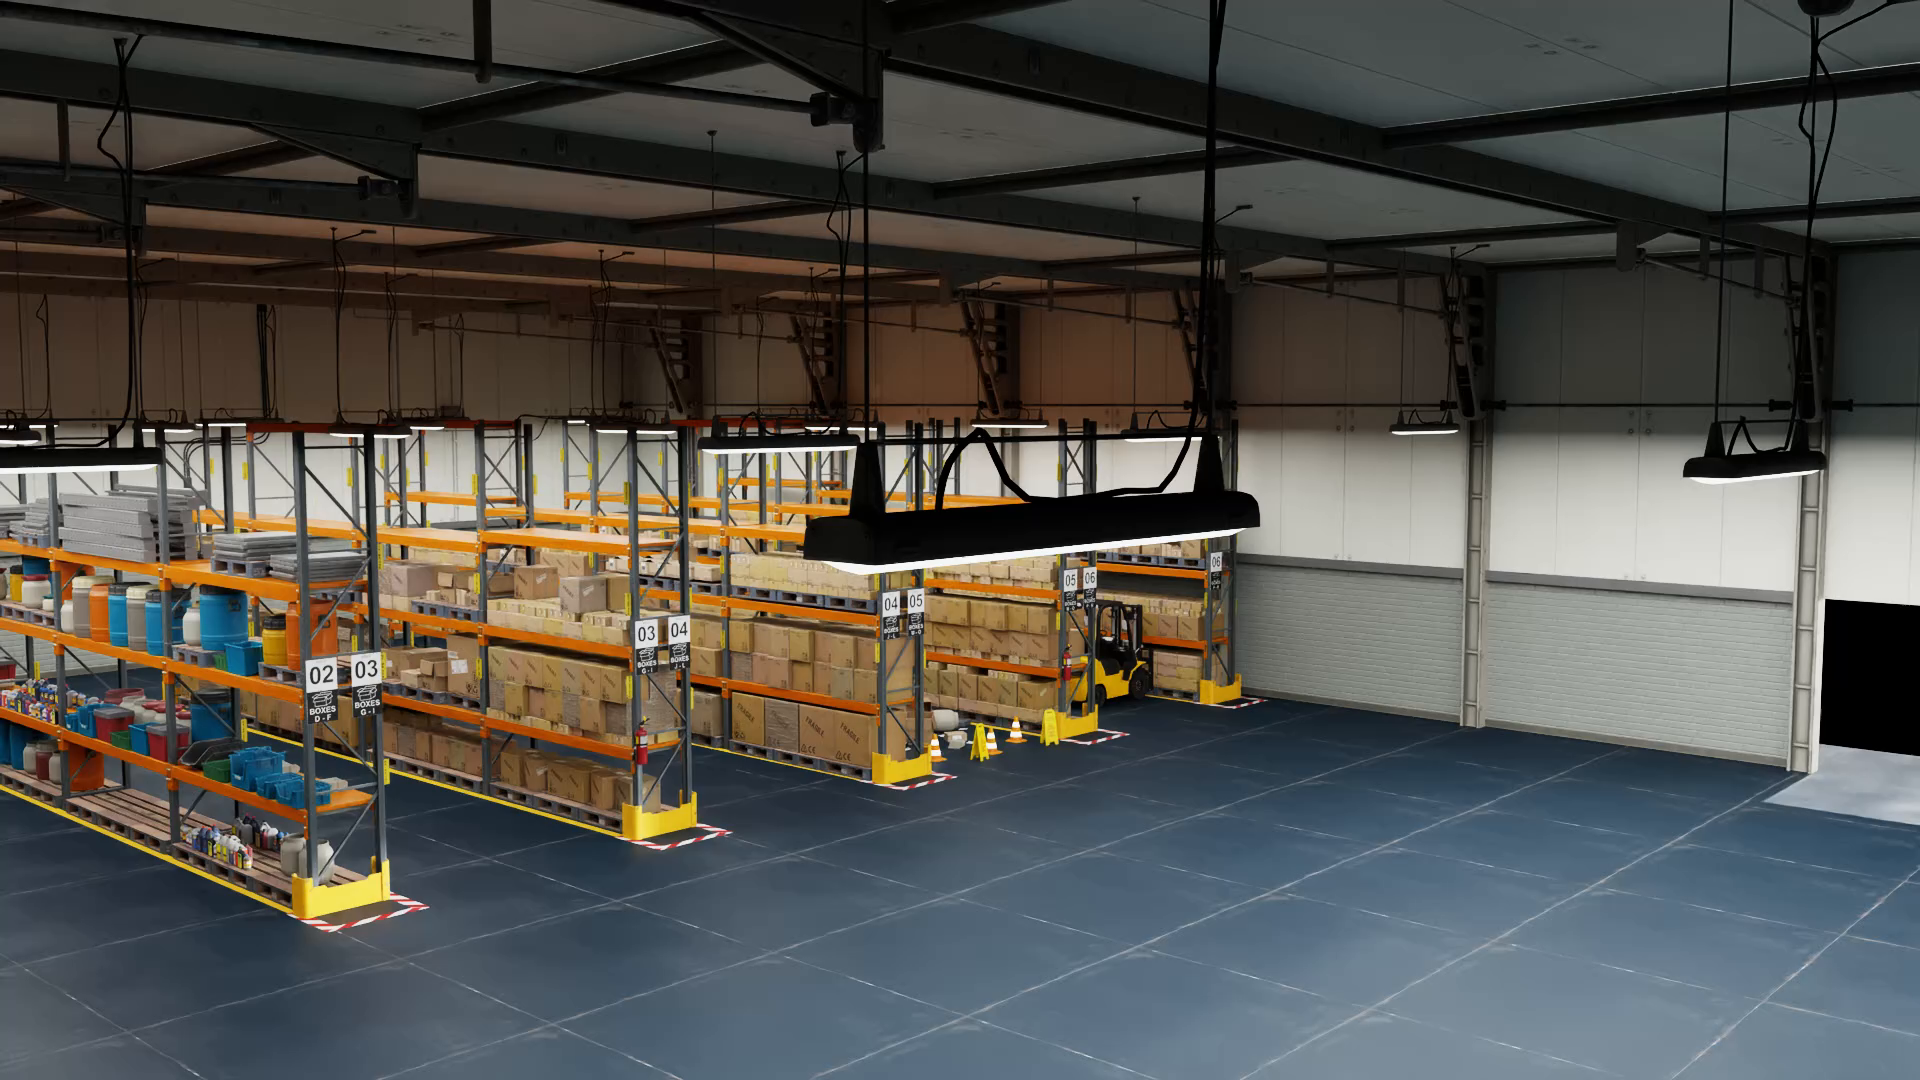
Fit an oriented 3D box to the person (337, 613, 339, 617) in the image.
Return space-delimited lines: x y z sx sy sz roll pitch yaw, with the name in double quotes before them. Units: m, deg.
"person" -13.877 2.497 37.015 0.524 1.742 0.409 1 5 17
